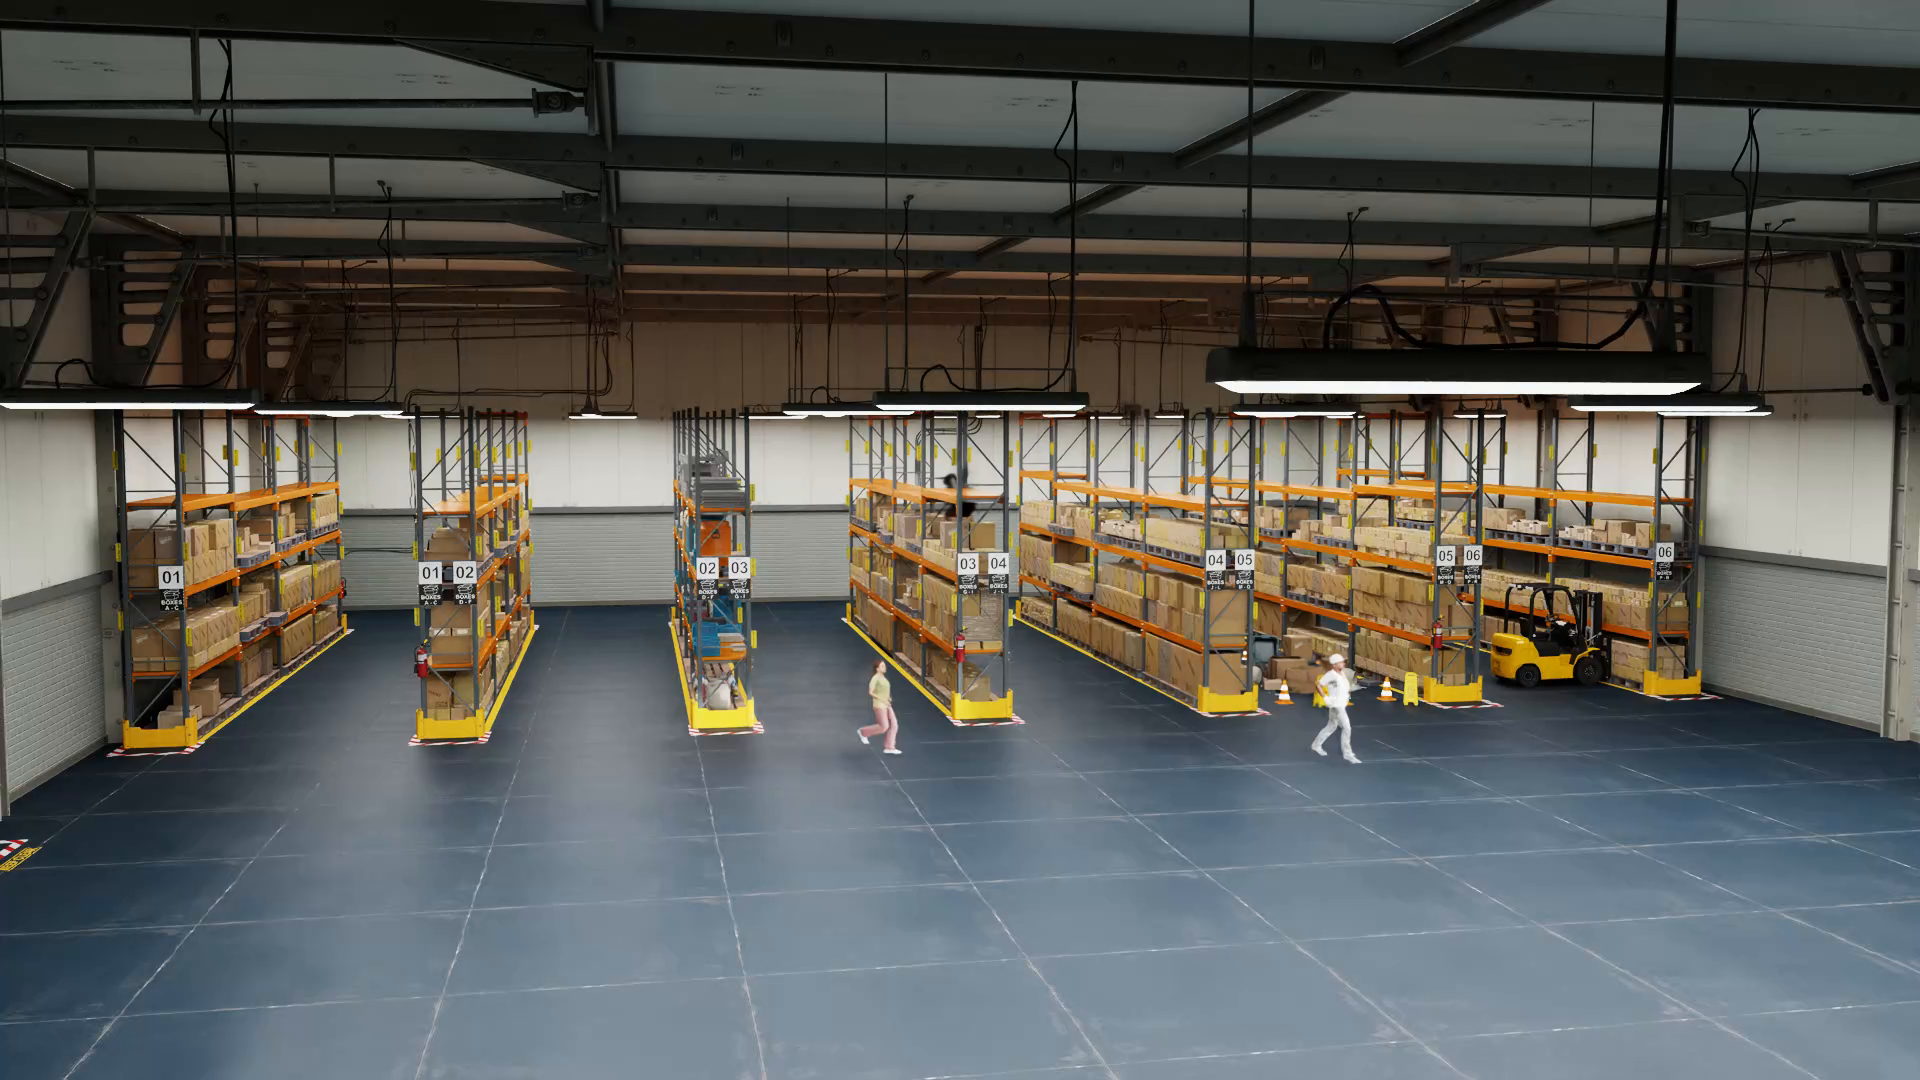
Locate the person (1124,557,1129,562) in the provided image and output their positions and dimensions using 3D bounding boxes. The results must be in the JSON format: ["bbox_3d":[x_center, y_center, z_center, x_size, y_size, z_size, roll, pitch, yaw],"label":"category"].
[{"bbox_3d":[5.108,1.268,50.611,0.658,1.718,0.737,0,4,-5],"label":"person"}]

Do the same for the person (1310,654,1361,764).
[{"bbox_3d":[6.335,2.823,27.978,0.897,1.818,0.671,2,4,25],"label":"person"}]

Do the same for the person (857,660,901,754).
[{"bbox_3d":[-1.380,2.873,28.730,0.791,1.632,0.594,2,4,20],"label":"person"}]
